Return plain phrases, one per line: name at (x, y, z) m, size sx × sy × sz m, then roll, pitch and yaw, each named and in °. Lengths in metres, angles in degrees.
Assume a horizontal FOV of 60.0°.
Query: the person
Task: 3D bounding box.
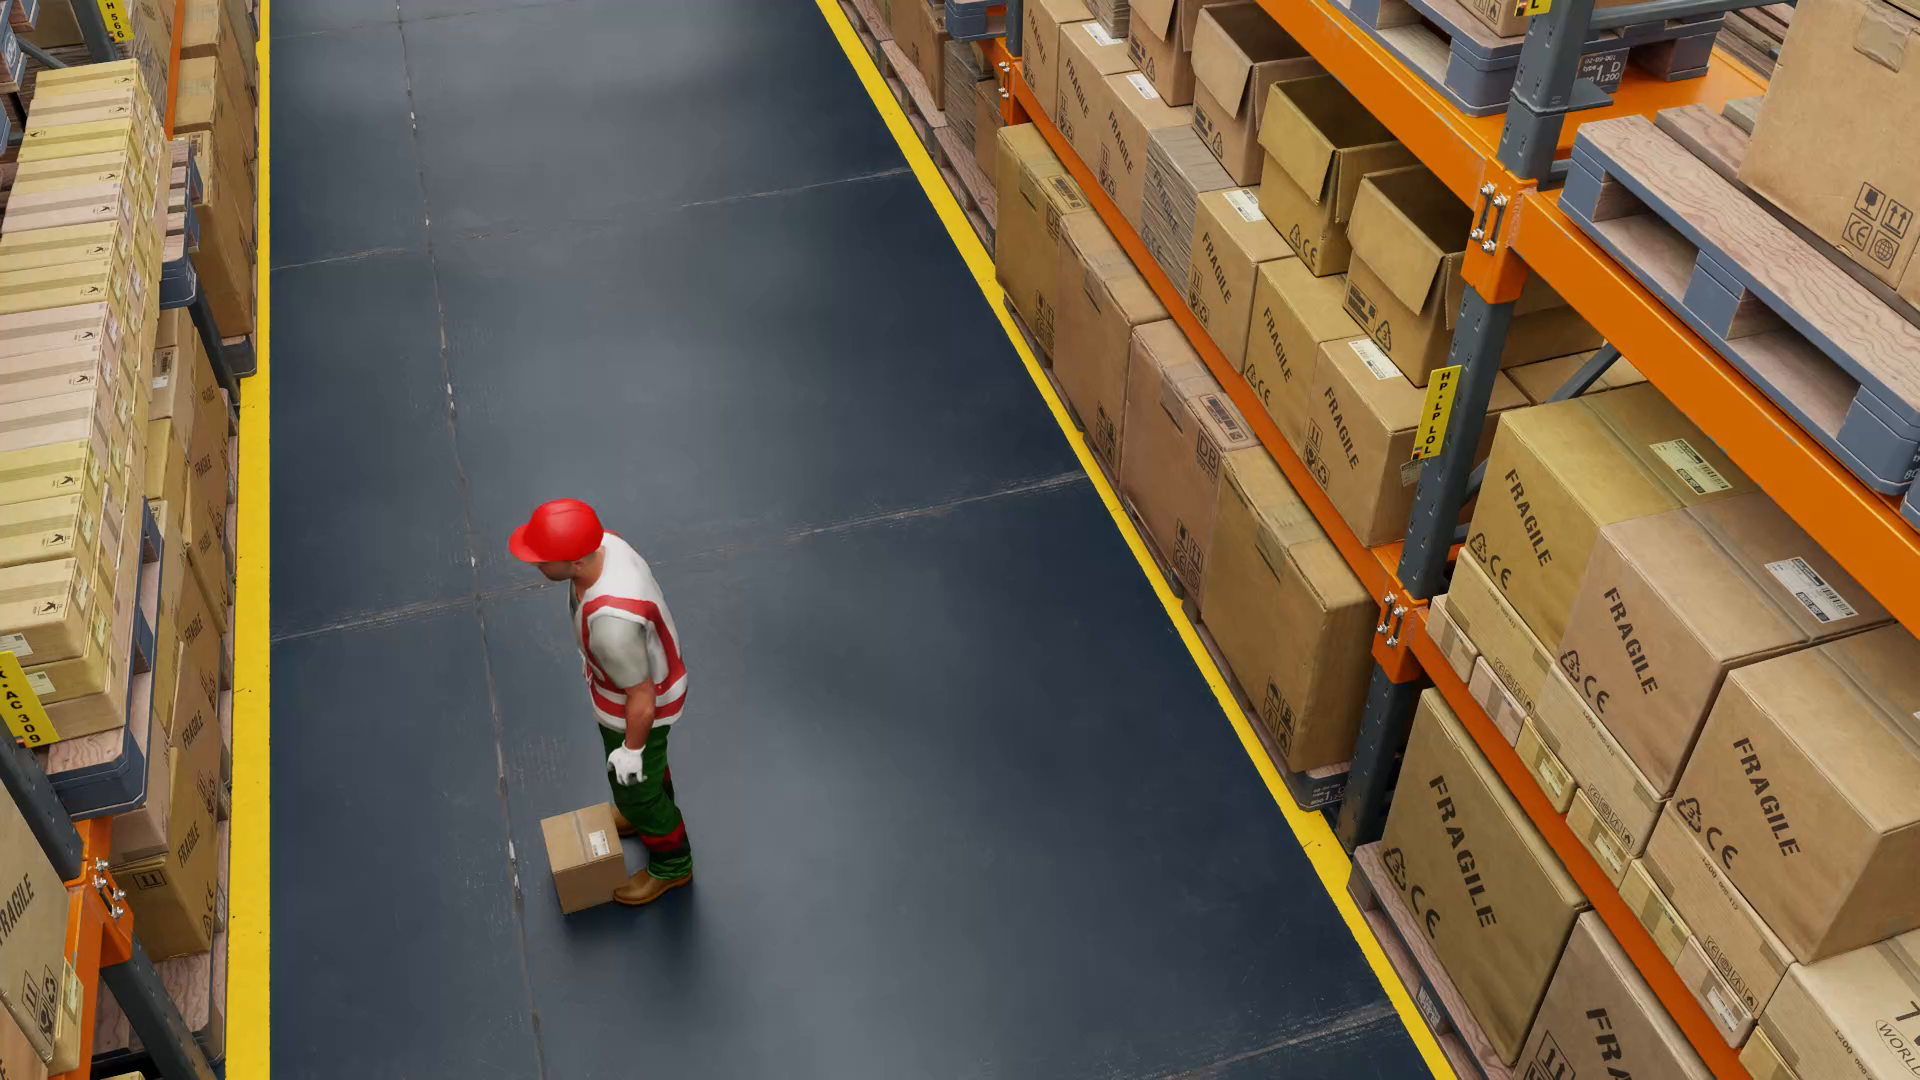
person at (-1.141, 0.531, 5.556) m, size 0.456 × 1.778 × 0.616 m, roll -12°, pitch 43°, yaw -14°
